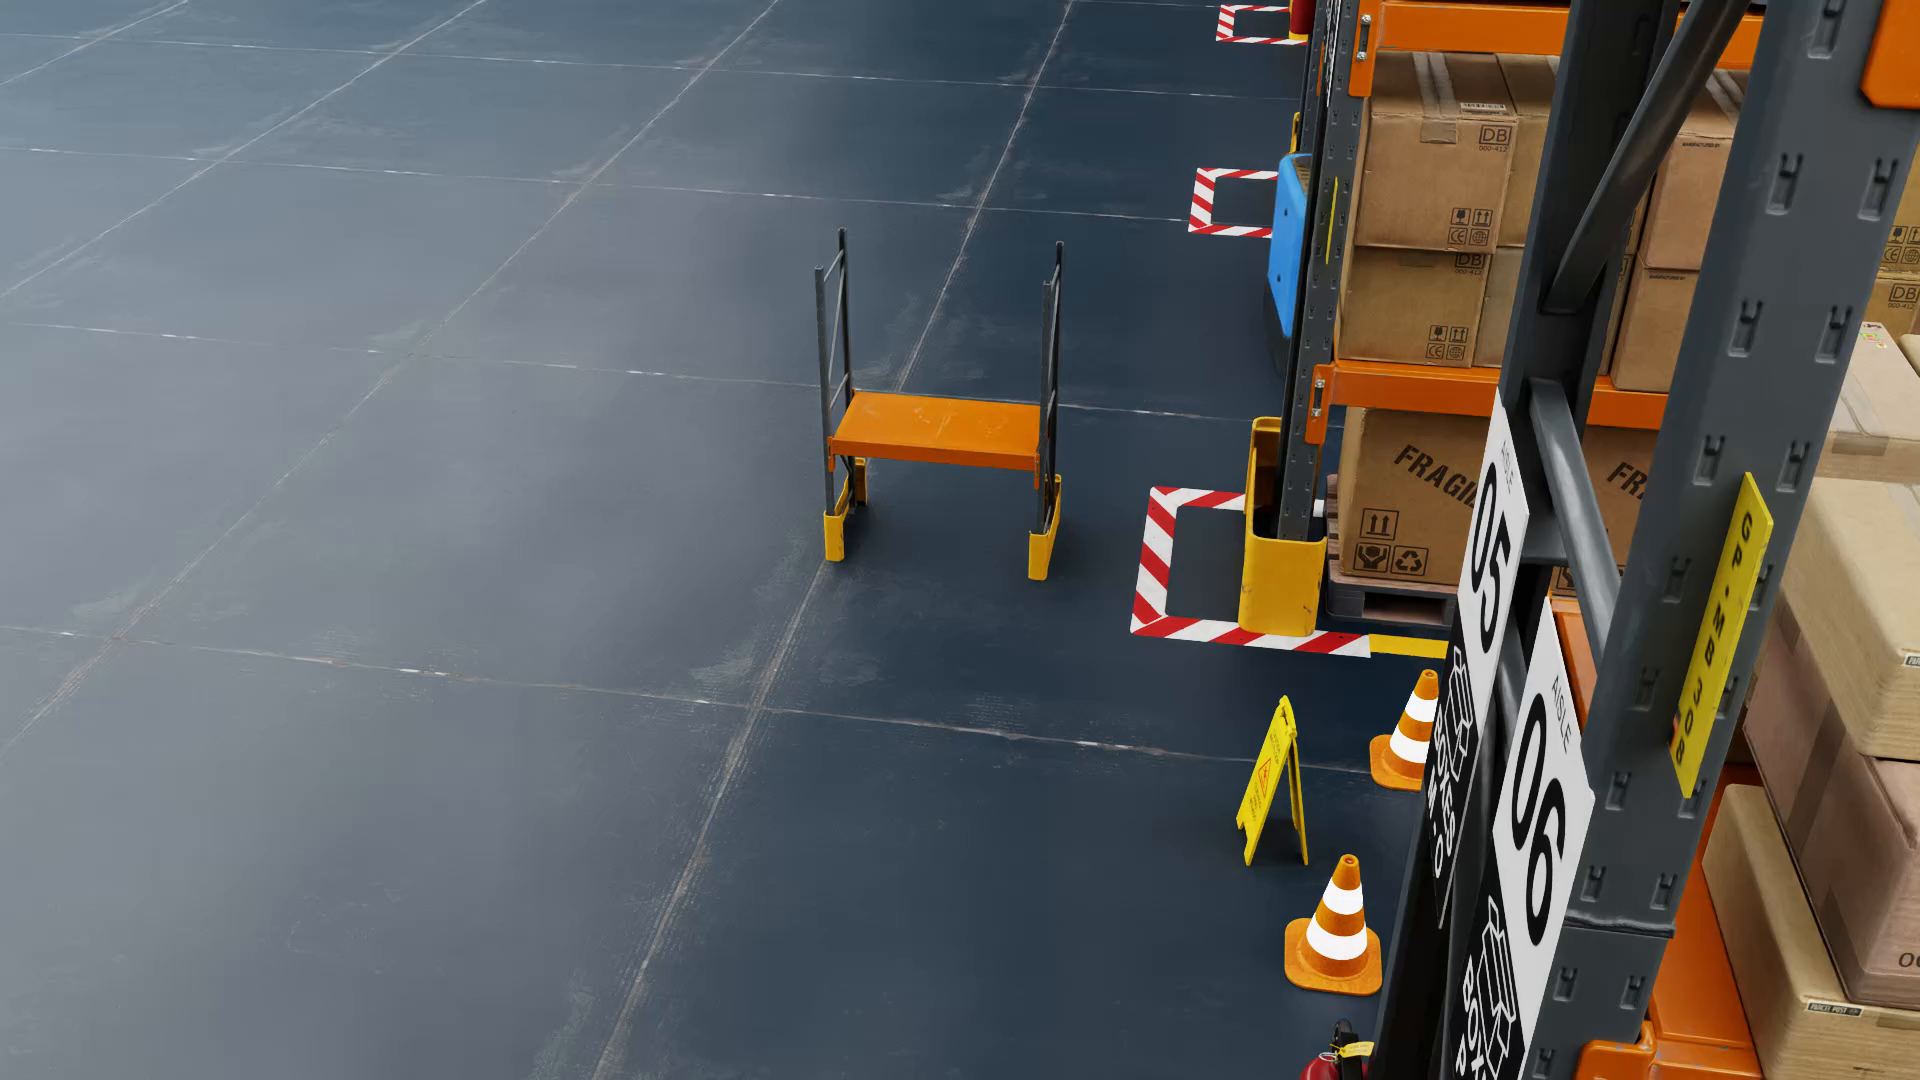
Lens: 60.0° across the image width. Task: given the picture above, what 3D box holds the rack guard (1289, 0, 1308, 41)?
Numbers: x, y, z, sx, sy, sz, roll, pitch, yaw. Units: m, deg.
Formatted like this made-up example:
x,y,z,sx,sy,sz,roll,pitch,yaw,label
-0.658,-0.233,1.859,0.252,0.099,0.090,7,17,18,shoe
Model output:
x,y,z,sx,sy,sz,roll,pitch,yaw,label
3.410,-5.277,16.210,0.348,0.500,1.175,5,32,8,rack guard

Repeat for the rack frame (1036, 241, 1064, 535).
x,y,z,sx,sy,sz,roll,pitch,yaw,label
0.417,-0.598,7.792,0.032,1.500,0.500,5,32,8,rack frame

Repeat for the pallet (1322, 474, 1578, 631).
x,y,z,sx,sy,sz,roll,pitch,yaw,label
2.361,0.069,7.941,1.213,0.211,1.003,5,32,8,pallet

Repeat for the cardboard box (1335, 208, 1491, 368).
x,y,z,sx,sy,sz,roll,pitch,yaw,label
1.933,-1.198,7.195,0.550,0.550,0.875,5,32,8,cardboard box

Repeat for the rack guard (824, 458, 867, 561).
x,y,z,sx,sy,sz,roll,pitch,yaw,label
-0.566,-0.157,8.266,0.087,0.250,0.587,5,32,8,rack guard

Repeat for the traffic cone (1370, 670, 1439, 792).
x,y,z,sx,sy,sz,roll,pitch,yaw,label
1.844,0.722,6.660,0.334,0.463,0.336,5,32,8,traffic cone

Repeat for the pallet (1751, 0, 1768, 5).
x,y,z,sx,sy,sz,roll,pitch,yaw,label
3.499,-2.209,6.208,1.213,0.211,1.003,5,32,8,pallet

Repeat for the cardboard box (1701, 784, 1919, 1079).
x,y,z,sx,sy,sz,roll,pitch,yaw,label
1.099,0.489,2.051,0.250,0.149,0.380,5,32,8,cardboard box

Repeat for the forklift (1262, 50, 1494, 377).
x,y,z,sx,sy,sz,roll,pitch,yaw,label
3.381,-2.350,9.242,3.031,2.935,1.130,1,32,2,forklift

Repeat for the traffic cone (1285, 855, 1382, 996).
x,y,z,sx,sy,sz,roll,pitch,yaw,label
1.319,1.283,5.765,0.334,0.463,0.336,5,32,8,traffic cone

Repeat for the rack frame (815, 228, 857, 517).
x,y,z,sx,sy,sz,roll,pitch,yaw,label
-0.585,-0.689,7.937,0.032,1.500,0.500,5,32,8,rack frame

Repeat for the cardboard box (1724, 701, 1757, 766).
x,y,z,sx,sy,sz,roll,pitch,yaw,label
1.225,0.175,2.553,0.250,0.149,0.380,5,32,8,cardboard box

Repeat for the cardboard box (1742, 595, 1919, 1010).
x,y,z,sx,sy,sz,roll,pitch,yaw,label
1.277,0.305,1.970,0.500,0.250,0.500,5,32,7,cardboard box

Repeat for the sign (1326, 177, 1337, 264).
x,y,z,sx,sy,sz,roll,pitch,yaw,label
1.460,-1.254,6.536,0.005,0.325,0.100,5,32,8,sign

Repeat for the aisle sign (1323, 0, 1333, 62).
x,y,z,sx,sy,sz,roll,pitch,yaw,label
1.540,-2.409,6.821,0.004,0.787,0.394,5,32,8,aisle sign

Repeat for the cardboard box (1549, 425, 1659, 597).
x,y,z,sx,sy,sz,roll,pitch,yaw,label
3.107,-0.317,7.537,0.875,0.875,0.875,5,32,7,cardboard box

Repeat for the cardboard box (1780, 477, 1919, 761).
x,y,z,sx,sy,sz,roll,pitch,yaw,label
1.143,0.090,1.937,0.250,0.149,0.380,5,32,8,cardboard box

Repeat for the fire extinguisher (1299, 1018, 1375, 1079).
x,y,z,sx,sy,sz,roll,pitch,yaw,label
0.791,1.236,3.521,0.183,0.674,0.296,5,32,8,fire extinguisher

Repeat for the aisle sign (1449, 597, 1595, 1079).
x,y,z,sx,sy,sz,roll,pitch,yaw,label
0.713,0.509,2.159,0.004,0.787,0.394,5,32,8,aisle sign

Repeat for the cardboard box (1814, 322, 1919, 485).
x,y,z,sx,sy,sz,roll,pitch,yaw,label
1.210,-0.173,2.357,0.250,0.149,0.380,5,32,9,cardboard box

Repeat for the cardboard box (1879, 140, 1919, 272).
x,y,z,sx,sy,sz,roll,pitch,yaw,label
3.550,-1.510,6.676,0.500,0.550,0.875,5,32,8,cardboard box

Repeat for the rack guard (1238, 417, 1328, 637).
x,y,z,sx,sy,sz,roll,pitch,yaw,label
1.536,-0.086,7.916,0.348,0.500,1.175,5,32,8,rack guard

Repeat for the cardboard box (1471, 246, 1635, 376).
x,y,z,sx,sy,sz,roll,pitch,yaw,label
2.479,-1.160,7.134,0.550,0.550,0.875,5,32,8,cardboard box

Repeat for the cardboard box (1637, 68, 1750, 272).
x,y,z,sx,sy,sz,roll,pitch,yaw,label
3.006,-1.489,6.643,0.550,0.550,0.875,5,32,8,cardboard box

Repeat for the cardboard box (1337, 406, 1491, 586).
x,y,z,sx,sy,sz,roll,pitch,yaw,label
2.239,-0.395,7.660,0.875,0.875,0.875,5,32,8,cardboard box

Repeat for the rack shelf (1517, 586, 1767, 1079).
x,y,z,sx,sy,sz,roll,pitch,yaw,label
2.798,0.667,2.209,4.000,0.370,1.077,5,32,8,rack shelf

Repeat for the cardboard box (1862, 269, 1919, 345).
x,y,z,sx,sy,sz,roll,pitch,yaw,label
3.539,-1.019,6.909,0.500,0.550,0.875,5,32,8,cardboard box

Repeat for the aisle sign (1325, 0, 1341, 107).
x,y,z,sx,sy,sz,roll,pitch,yaw,label
1.439,-2.095,6.319,0.004,0.787,0.394,5,32,8,aisle sign

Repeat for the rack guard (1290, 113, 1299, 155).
x,y,z,sx,sy,sz,roll,pitch,yaw,label
2.569,-2.662,12.032,0.348,0.500,1.175,5,32,8,rack guard

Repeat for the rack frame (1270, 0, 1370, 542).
x,y,z,sx,sy,sz,roll,pitch,yaw,label
1.560,-1.143,7.250,0.127,3.000,1.000,5,32,8,rack frame

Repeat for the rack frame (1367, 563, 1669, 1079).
x,y,z,sx,sy,sz,roll,pitch,yaw,label
0.827,1.455,3.099,0.127,3.000,1.000,5,32,8,rack frame

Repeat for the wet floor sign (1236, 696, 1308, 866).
x,y,z,sx,sy,sz,roll,pitch,yaw,label
1.198,0.888,6.224,0.232,0.644,0.267,0,32,0,wet floor sign

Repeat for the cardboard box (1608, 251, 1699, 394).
x,y,z,sx,sy,sz,roll,pitch,yaw,label
3.010,-1.044,6.950,0.550,0.550,0.875,5,32,8,cardboard box

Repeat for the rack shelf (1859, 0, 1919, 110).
x,y,z,sx,sy,sz,roll,pitch,yaw,label
2.798,-0.604,1.414,4.000,0.370,1.077,5,32,8,rack shelf

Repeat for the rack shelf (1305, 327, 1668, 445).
x,y,z,sx,sy,sz,roll,pitch,yaw,label
3.531,-0.660,7.155,4.000,0.370,1.077,5,32,8,rack shelf

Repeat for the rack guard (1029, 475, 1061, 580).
x,y,z,sx,sy,sz,roll,pitch,yaw,label
0.416,-0.068,8.124,0.087,0.250,0.587,5,32,8,rack guard

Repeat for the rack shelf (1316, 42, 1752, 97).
x,y,z,sx,sy,sz,roll,pitch,yaw,label
4.465,-3.245,11.285,4.000,0.370,1.077,5,32,8,rack shelf

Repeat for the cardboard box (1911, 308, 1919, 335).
x,y,z,sx,sy,sz,roll,pitch,yaw,label
4.079,-1.024,6.917,0.550,0.550,0.875,5,32,8,cardboard box

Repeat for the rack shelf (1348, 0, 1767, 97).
x,y,z,sx,sy,sz,roll,pitch,yaw,label
3.531,-1.931,6.359,4.000,0.370,1.077,5,32,8,rack shelf

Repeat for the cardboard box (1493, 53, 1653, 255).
x,y,z,sx,sy,sz,roll,pitch,yaw,label
2.477,-1.610,6.837,0.550,0.550,0.875,5,32,8,cardboard box

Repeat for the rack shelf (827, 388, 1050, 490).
x,y,z,sx,sy,sz,roll,pitch,yaw,label
-0.084,-0.491,7.960,1.000,0.185,0.538,5,32,8,rack shelf

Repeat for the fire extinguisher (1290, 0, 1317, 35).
x,y,z,sx,sy,sz,roll,pitch,yaw,label
2.458,-3.947,11.801,0.183,0.674,0.296,5,32,8,fire extinguisher

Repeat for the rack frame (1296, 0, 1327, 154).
x,y,z,sx,sy,sz,roll,pitch,yaw,label
2.494,-3.728,11.379,0.127,3.000,1.000,5,32,8,rack frame

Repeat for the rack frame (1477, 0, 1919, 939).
x,y,z,sx,sy,sz,roll,pitch,yaw,label
0.827,-1.088,1.507,0.127,3.000,1.000,5,32,8,rack frame

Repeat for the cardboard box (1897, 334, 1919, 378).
x,y,z,sx,sy,sz,roll,pitch,yaw,label
1.457,-0.130,2.288,0.250,0.149,0.380,6,32,9,cardboard box

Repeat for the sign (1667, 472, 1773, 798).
x,y,z,sx,sy,sz,roll,pitch,yaw,label
0.735,0.096,1.618,0.005,0.325,0.100,5,32,8,sign

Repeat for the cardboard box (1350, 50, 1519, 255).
x,y,z,sx,sy,sz,roll,pitch,yaw,label
1.919,-1.611,6.838,0.550,0.550,0.875,5,32,8,cardboard box

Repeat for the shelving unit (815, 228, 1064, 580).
x,y,z,sx,sy,sz,roll,pitch,yaw,label
-0.075,-0.643,7.863,1.083,1.500,0.587,5,32,8,shelving unit

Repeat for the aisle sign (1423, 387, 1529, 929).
x,y,z,sx,sy,sz,roll,pitch,yaw,label
0.814,0.195,2.661,0.004,0.787,0.394,5,32,8,aisle sign

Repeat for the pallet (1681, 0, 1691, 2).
x,y,z,sx,sy,sz,roll,pitch,yaw,label
2.293,-2.317,6.380,1.213,0.211,1.003,5,32,8,pallet

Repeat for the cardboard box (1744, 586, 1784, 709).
x,y,z,sx,sy,sz,roll,pitch,yaw,label
1.376,0.025,2.416,0.500,0.250,0.500,5,32,8,cardboard box
